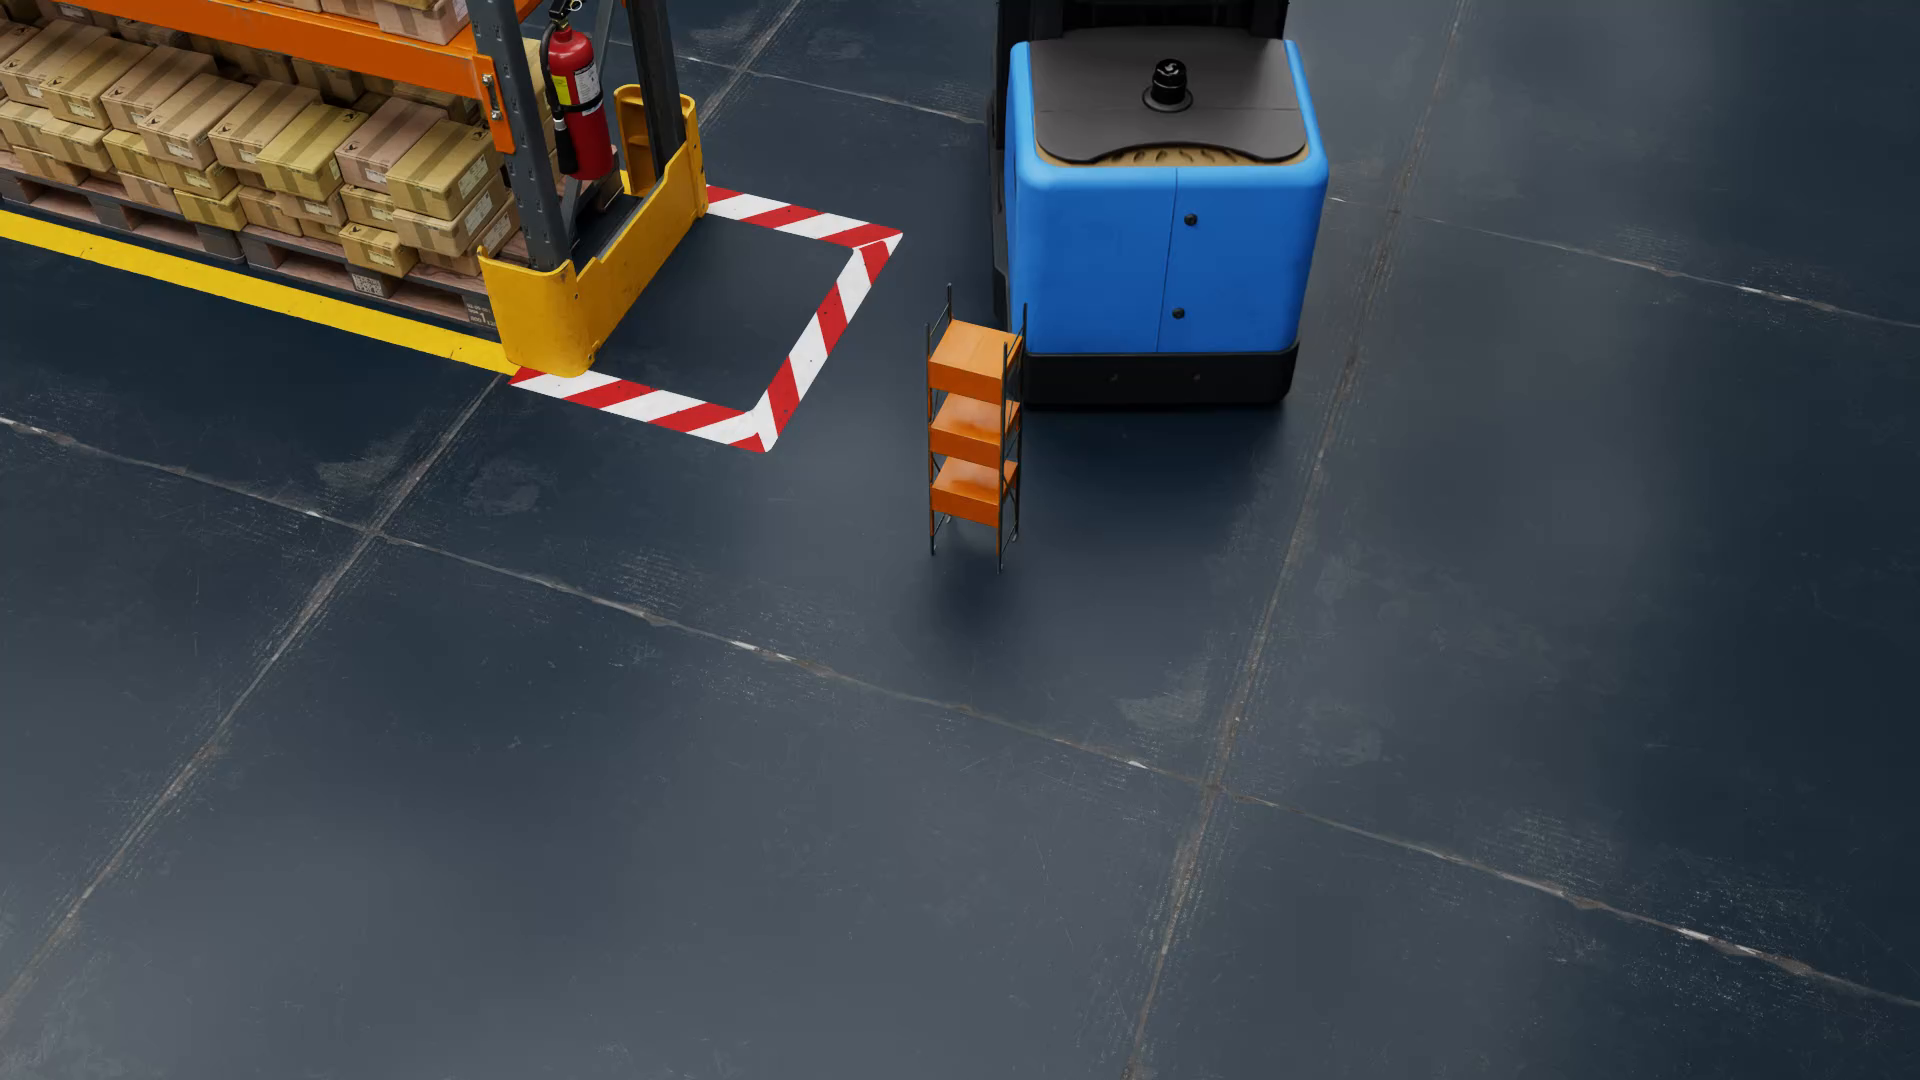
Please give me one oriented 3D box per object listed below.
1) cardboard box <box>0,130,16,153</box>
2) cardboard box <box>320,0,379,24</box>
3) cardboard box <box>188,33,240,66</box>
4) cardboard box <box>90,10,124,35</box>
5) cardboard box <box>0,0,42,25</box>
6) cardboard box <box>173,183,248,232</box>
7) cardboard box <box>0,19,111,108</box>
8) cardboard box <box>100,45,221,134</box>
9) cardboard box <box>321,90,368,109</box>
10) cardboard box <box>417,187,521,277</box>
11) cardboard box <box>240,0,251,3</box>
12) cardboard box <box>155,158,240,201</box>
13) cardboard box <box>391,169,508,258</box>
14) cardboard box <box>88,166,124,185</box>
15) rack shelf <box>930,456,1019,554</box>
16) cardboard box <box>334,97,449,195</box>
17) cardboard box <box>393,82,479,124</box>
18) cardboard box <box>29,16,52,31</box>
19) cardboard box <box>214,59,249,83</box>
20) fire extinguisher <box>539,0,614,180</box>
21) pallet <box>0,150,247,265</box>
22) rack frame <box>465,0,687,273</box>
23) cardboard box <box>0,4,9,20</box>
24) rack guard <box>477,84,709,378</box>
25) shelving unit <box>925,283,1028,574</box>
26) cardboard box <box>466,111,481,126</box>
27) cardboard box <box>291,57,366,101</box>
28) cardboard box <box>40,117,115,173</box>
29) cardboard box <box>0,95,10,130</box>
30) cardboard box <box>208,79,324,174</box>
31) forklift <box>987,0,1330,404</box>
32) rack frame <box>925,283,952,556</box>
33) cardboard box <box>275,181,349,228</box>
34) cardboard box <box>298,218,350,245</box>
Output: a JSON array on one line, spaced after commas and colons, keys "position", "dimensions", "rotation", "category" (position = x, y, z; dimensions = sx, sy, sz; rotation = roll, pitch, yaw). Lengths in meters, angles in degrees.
[{"position": [-3.826, -1.773, 6.910], "dimensions": [0.250, 0.149, 0.380], "rotation": [14, 50, 12], "category": "cardboard box"}, {"position": [-1.949, -1.914, 5.590], "dimensions": [0.250, 0.149, 0.380], "rotation": [16, 51, 13], "category": "cardboard box"}, {"position": [-2.940, -2.127, 6.823], "dimensions": [0.250, 0.149, 0.380], "rotation": [16, 51, 14], "category": "cardboard box"}, {"position": [-3.404, -2.267, 6.945], "dimensions": [0.250, 0.149, 0.380], "rotation": [14, 51, 12], "category": "cardboard box"}, {"position": [-3.947, -2.335, 7.004], "dimensions": [0.250, 0.149, 0.380], "rotation": [17, 51, 14], "category": "cardboard box"}, {"position": [-2.882, -1.417, 6.602], "dimensions": [0.250, 0.149, 0.380], "rotation": [14, 50, 11], "category": "cardboard box"}, {"position": [-3.586, -1.894, 6.621], "dimensions": [0.250, 0.149, 0.380], "rotation": [14, 50, 12], "category": "cardboard box"}, {"position": [-3.113, -1.753, 6.499], "dimensions": [0.250, 0.149, 0.380], "rotation": [14, 51, 12], "category": "cardboard box"}, {"position": [-2.428, -1.897, 6.821], "dimensions": [0.250, 0.149, 0.380], "rotation": [17, 51, 14], "category": "cardboard box"}, {"position": [-1.891, -1.213, 6.425], "dimensions": [0.250, 0.149, 0.380], "rotation": [16, 51, 14], "category": "cardboard box"}, {"position": [-2.436, -2.019, 5.681], "dimensions": [0.250, 0.149, 0.380], "rotation": [17, 51, 14], "category": "cardboard box"}, {"position": [-2.897, -1.518, 6.492], "dimensions": [0.250, 0.149, 0.380], "rotation": [16, 51, 14], "category": "cardboard box"}, {"position": [-1.918, -1.257, 6.266], "dimensions": [0.250, 0.149, 0.380], "rotation": [14, 51, 12], "category": "cardboard box"}, {"position": [-3.342, -1.622, 6.780], "dimensions": [0.250, 0.149, 0.380], "rotation": [17, 51, 14], "category": "cardboard box"}, {"position": [0.050, -0.141, 5.559], "dimensions": [0.240, 0.259, 0.215], "rotation": [16, 51, 13], "category": "rack shelf"}, {"position": [-2.125, -1.484, 6.266], "dimensions": [0.250, 0.149, 0.380], "rotation": [17, 51, 14], "category": "cardboard box"}, {"position": [-1.999, -1.783, 6.525], "dimensions": [0.250, 0.149, 0.380], "rotation": [16, 51, 14], "category": "cardboard box"}, {"position": [-3.708, -2.203, 7.086], "dimensions": [0.250, 0.149, 0.380], "rotation": [17, 51, 14], "category": "cardboard box"}, {"position": [-2.978, -1.941, 6.859], "dimensions": [0.250, 0.149, 0.380], "rotation": [18, 51, 15], "category": "cardboard box"}, {"position": [-1.248, -1.479, 5.345], "dimensions": [0.183, 0.674, 0.296], "rotation": [16, 51, 13], "category": "fire extinguisher"}, {"position": [-3.286, -1.685, 7.070], "dimensions": [1.213, 0.211, 1.003], "rotation": [16, 51, 13], "category": "pallet"}, {"position": [-1.324, -2.019, 5.515], "dimensions": [0.127, 3.000, 1.000], "rotation": [16, 51, 13], "category": "rack frame"}, {"position": [-4.081, -2.031, 6.740], "dimensions": [0.250, 0.149, 0.380], "rotation": [14, 51, 12], "category": "cardboard box"}, {"position": [-1.396, -1.221, 6.477], "dimensions": [0.348, 0.500, 1.175], "rotation": [16, 51, 13], "category": "rack guard"}, {"position": [0.050, -0.330, 5.341], "dimensions": [0.252, 1.050, 0.215], "rotation": [16, 51, 13], "category": "shelving unit"}, {"position": [-1.964, -1.752, 6.695], "dimensions": [0.250, 0.149, 0.380], "rotation": [15, 51, 13], "category": "cardboard box"}, {"position": [-2.452, -1.946, 6.667], "dimensions": [0.250, 0.149, 0.380], "rotation": [13, 50, 11], "category": "cardboard box"}, {"position": [-3.399, -1.651, 6.607], "dimensions": [0.250, 0.149, 0.380], "rotation": [16, 51, 13], "category": "cardboard box"}, {"position": [-3.836, -1.844, 6.775], "dimensions": [0.250, 0.149, 0.380], "rotation": [18, 51, 15], "category": "cardboard box"}, {"position": [-2.633, -1.574, 6.344], "dimensions": [0.250, 0.149, 0.380], "rotation": [14, 50, 12], "category": "cardboard box"}, {"position": [0.681, -2.557, 6.027], "dimensions": [1.130, 2.935, 3.031], "rotation": [-1, 49, 0], "category": "forklift"}, {"position": [-0.064, -0.362, 5.369], "dimensions": [0.008, 1.050, 0.200], "rotation": [16, 51, 13], "category": "rack frame"}, {"position": [-2.407, -1.391, 6.383], "dimensions": [0.250, 0.149, 0.380], "rotation": [14, 50, 12], "category": "cardboard box"}, {"position": [-2.385, -1.339, 6.534], "dimensions": [0.250, 0.149, 0.380], "rotation": [15, 51, 13], "category": "cardboard box"}]
